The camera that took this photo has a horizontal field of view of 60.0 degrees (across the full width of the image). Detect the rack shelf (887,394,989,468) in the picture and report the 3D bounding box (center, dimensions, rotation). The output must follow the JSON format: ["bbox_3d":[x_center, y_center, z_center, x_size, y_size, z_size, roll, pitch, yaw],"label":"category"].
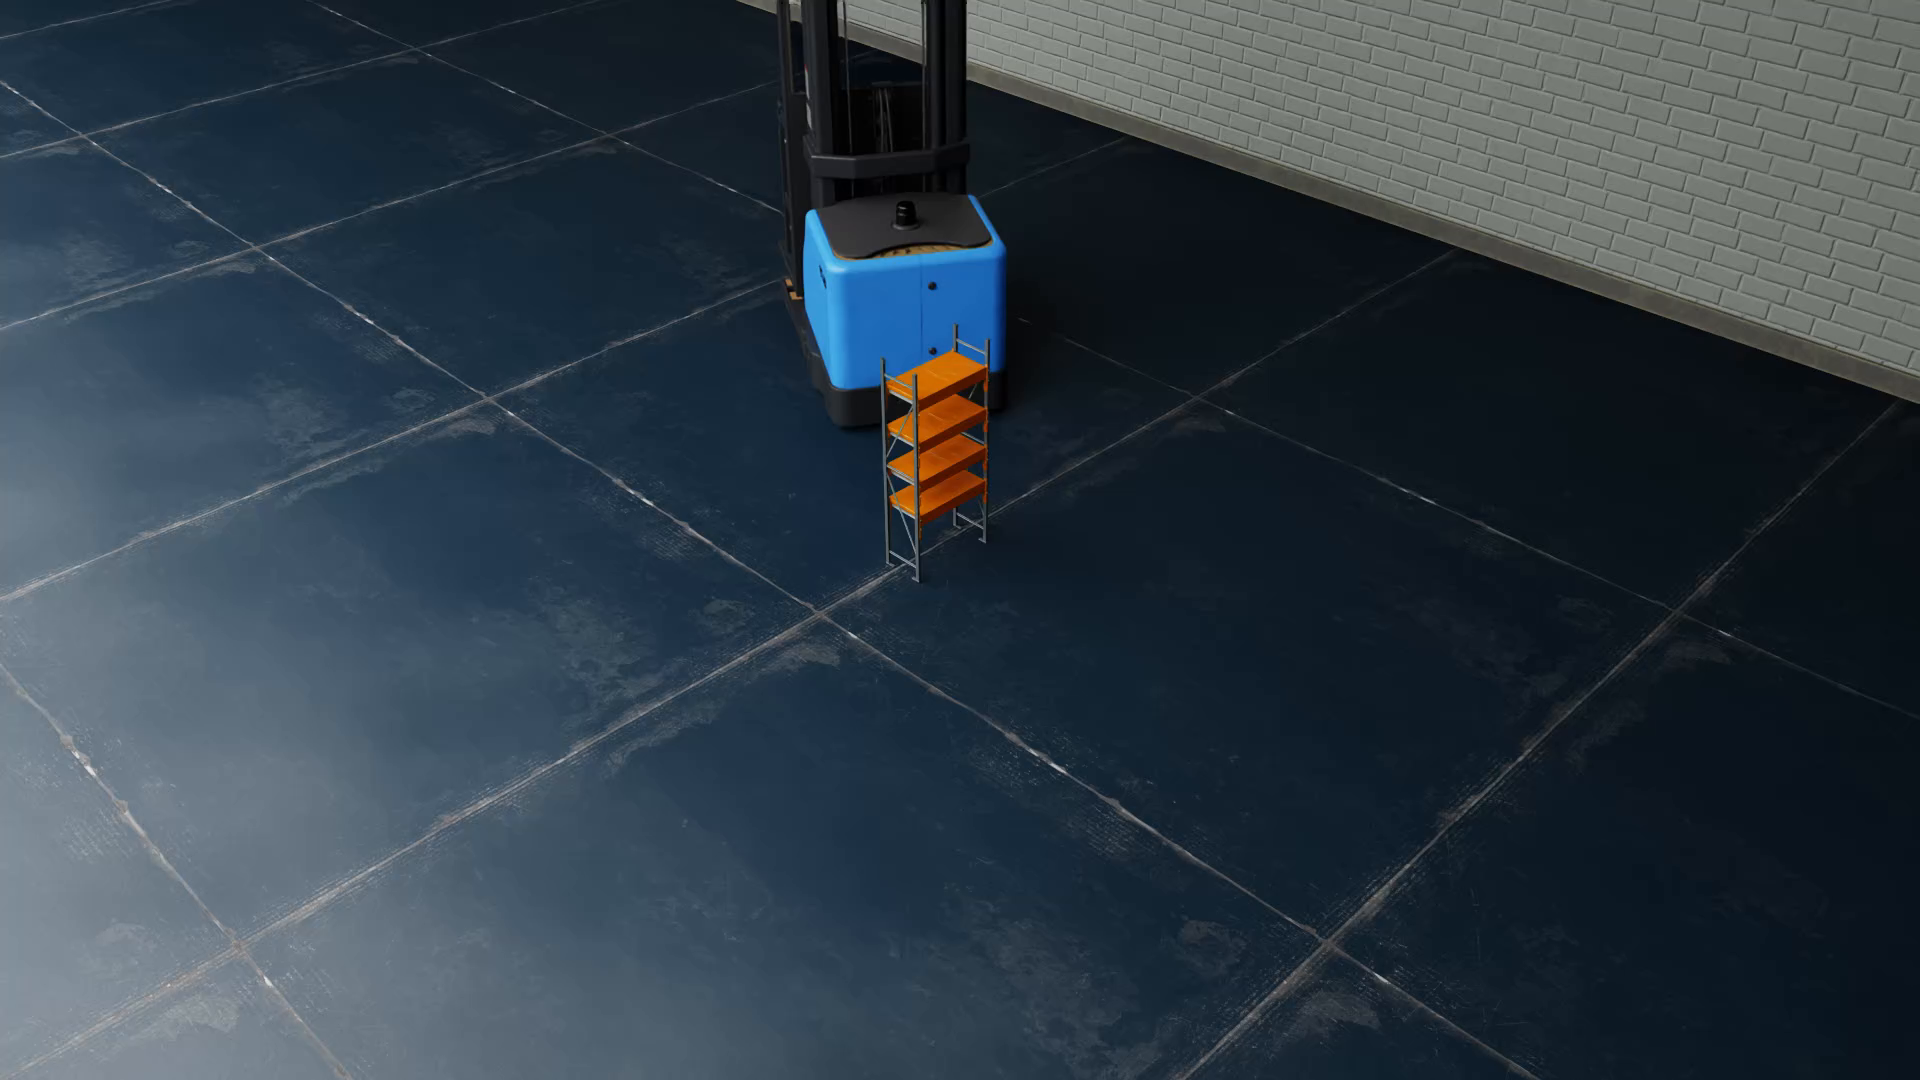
[{"bbox_3d":[-0.117,-0.553,8.212,0.258,0.148,0.480,30,45,35],"label":"rack shelf"}]

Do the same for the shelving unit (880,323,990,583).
[{"bbox_3d":[-0.117,-0.425,8.301,0.258,1.200,0.503,30,45,35],"label":"shelving unit"}]

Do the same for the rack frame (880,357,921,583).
[{"bbox_3d":[-0.289,-0.326,8.159,0.240,1.200,0.015,30,45,35],"label":"rack frame"}]

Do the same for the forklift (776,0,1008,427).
[{"bbox_3d":[-0.560,-2.692,10.038,1.130,2.935,3.031,-8,36,-11],"label":"forklift"}]

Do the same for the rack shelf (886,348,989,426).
[{"bbox_3d":[-0.117,-0.747,8.076,0.258,0.148,0.480,30,45,35],"label":"rack shelf"}]

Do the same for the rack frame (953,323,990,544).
[{"bbox_3d":[0.055,-0.524,8.443,0.240,1.200,0.015,30,45,35],"label":"rack frame"}]

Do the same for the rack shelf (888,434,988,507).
[{"bbox_3d":[-0.117,-0.370,8.340,0.258,0.148,0.480,30,45,35],"label":"rack shelf"}]

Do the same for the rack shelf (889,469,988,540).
[{"bbox_3d":[-0.117,-0.207,8.453,0.258,0.148,0.480,30,45,35],"label":"rack shelf"}]
